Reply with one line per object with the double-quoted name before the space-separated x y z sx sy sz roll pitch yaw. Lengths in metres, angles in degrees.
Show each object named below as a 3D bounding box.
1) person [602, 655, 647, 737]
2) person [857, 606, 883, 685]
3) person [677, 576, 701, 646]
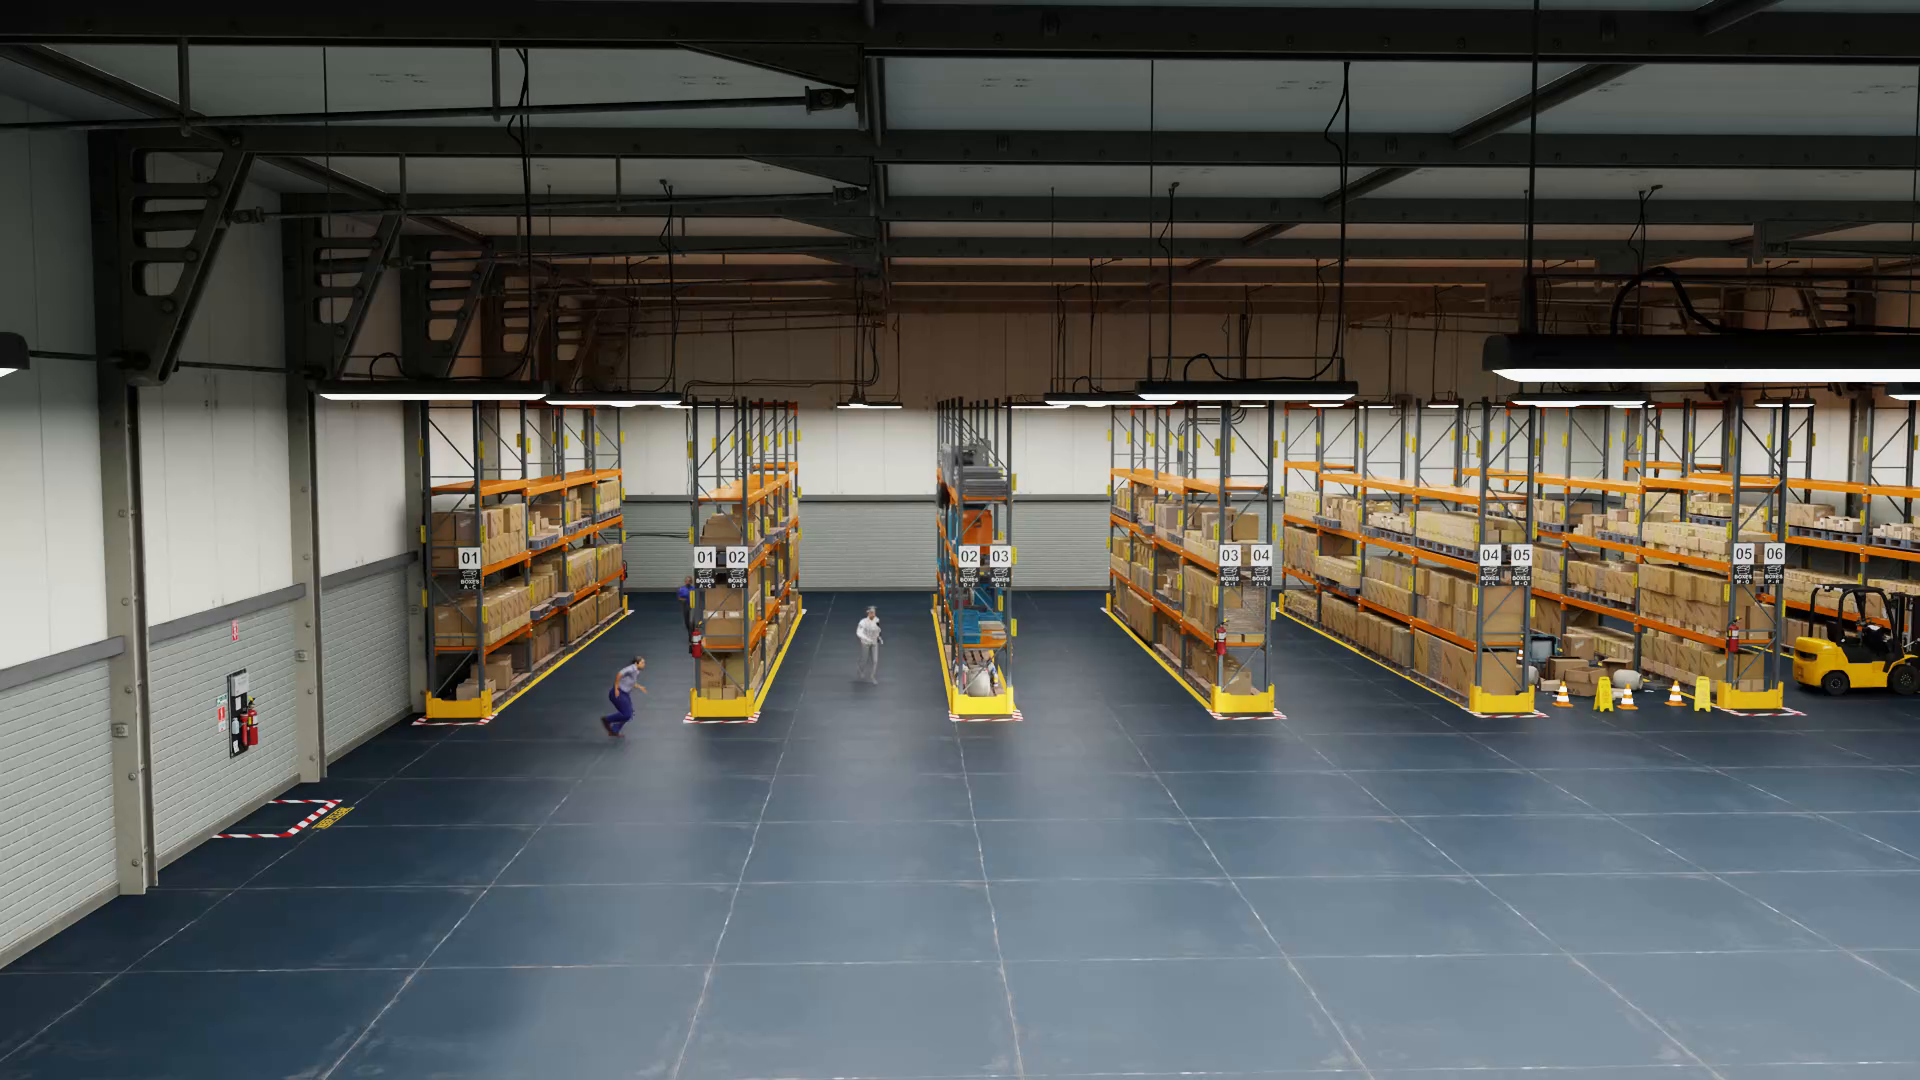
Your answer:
"person" -5.900 2.751 29.144 0.778 1.469 0.633 0 4 5
"person" -1.947 2.197 35.149 0.601 1.644 0.847 -2 5 -25
"person" -6.660 1.739 40.895 0.524 1.715 0.832 0 4 3
